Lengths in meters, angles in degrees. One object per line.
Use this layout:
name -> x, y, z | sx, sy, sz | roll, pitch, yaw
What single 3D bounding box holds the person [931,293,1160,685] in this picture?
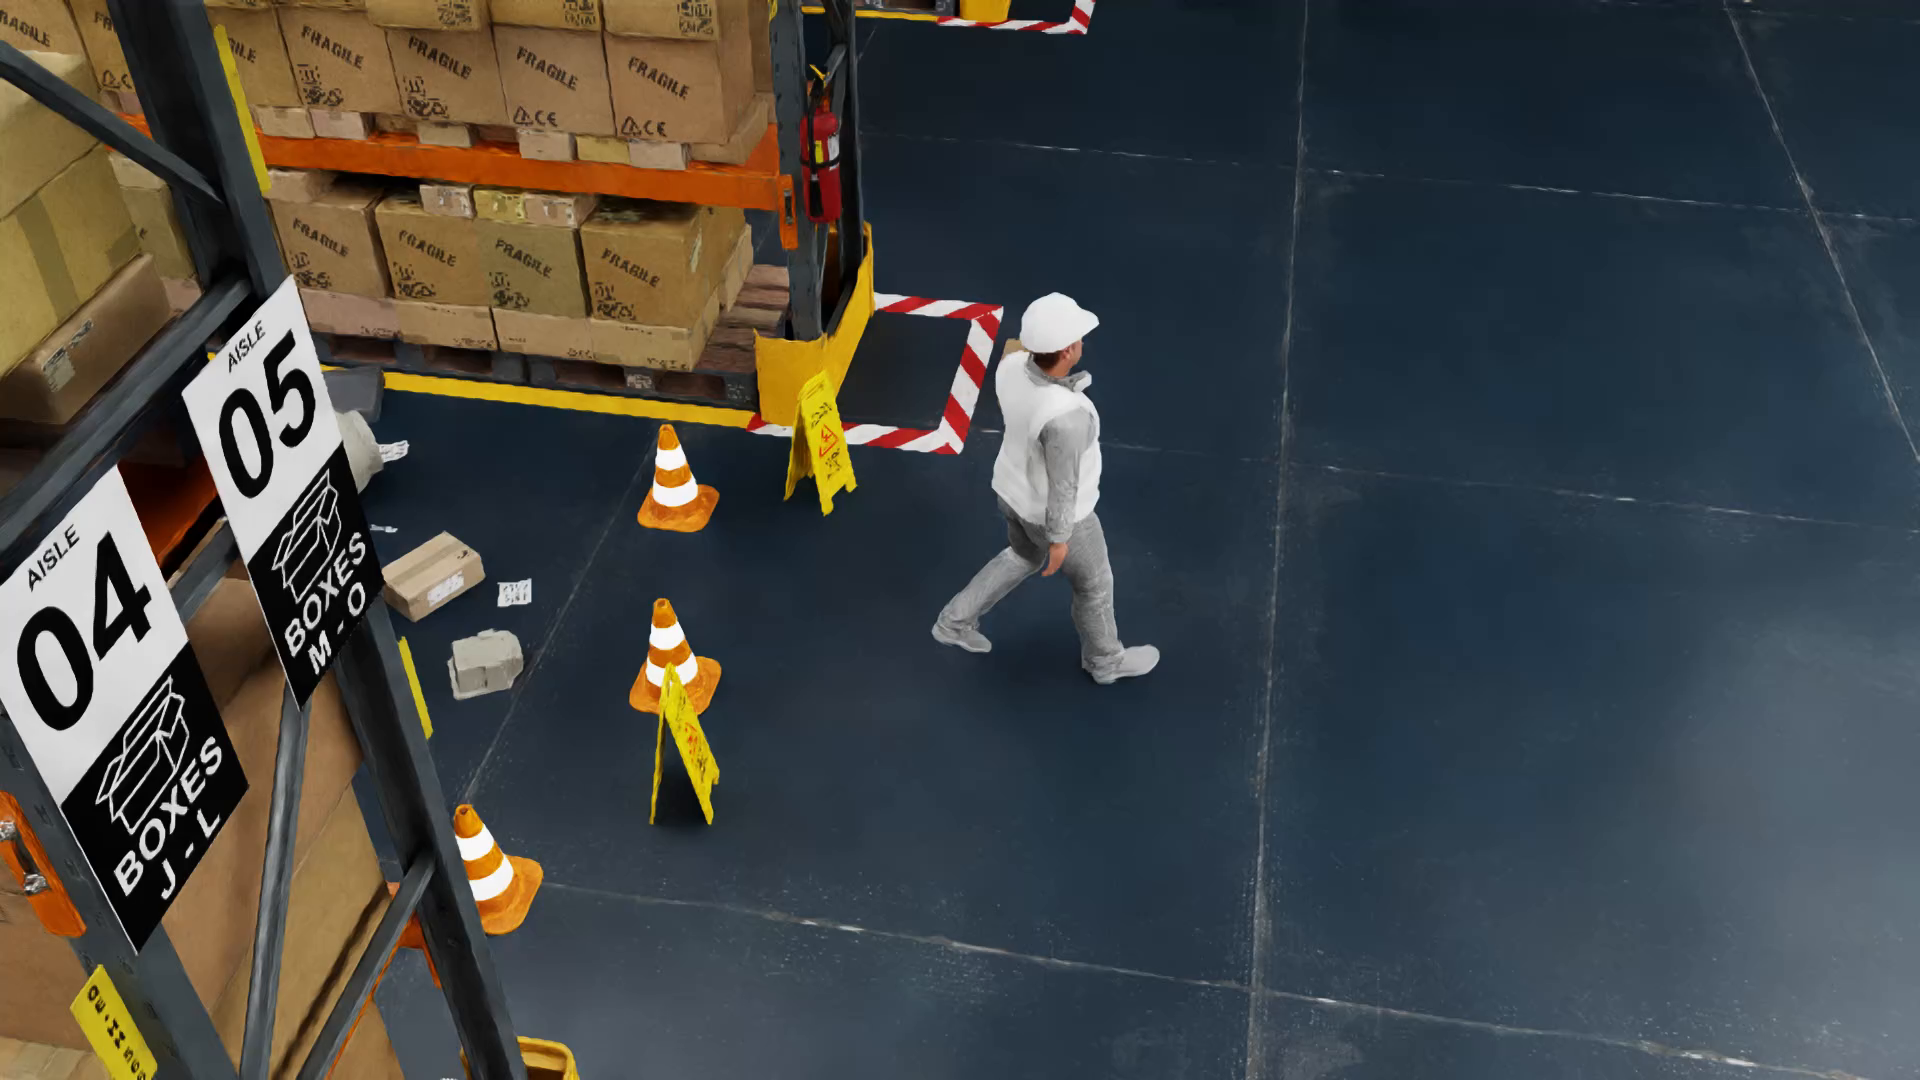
person -> 0.341, -0.152, 6.322 | 0.833, 1.755, 0.584 | -22, 45, -23
